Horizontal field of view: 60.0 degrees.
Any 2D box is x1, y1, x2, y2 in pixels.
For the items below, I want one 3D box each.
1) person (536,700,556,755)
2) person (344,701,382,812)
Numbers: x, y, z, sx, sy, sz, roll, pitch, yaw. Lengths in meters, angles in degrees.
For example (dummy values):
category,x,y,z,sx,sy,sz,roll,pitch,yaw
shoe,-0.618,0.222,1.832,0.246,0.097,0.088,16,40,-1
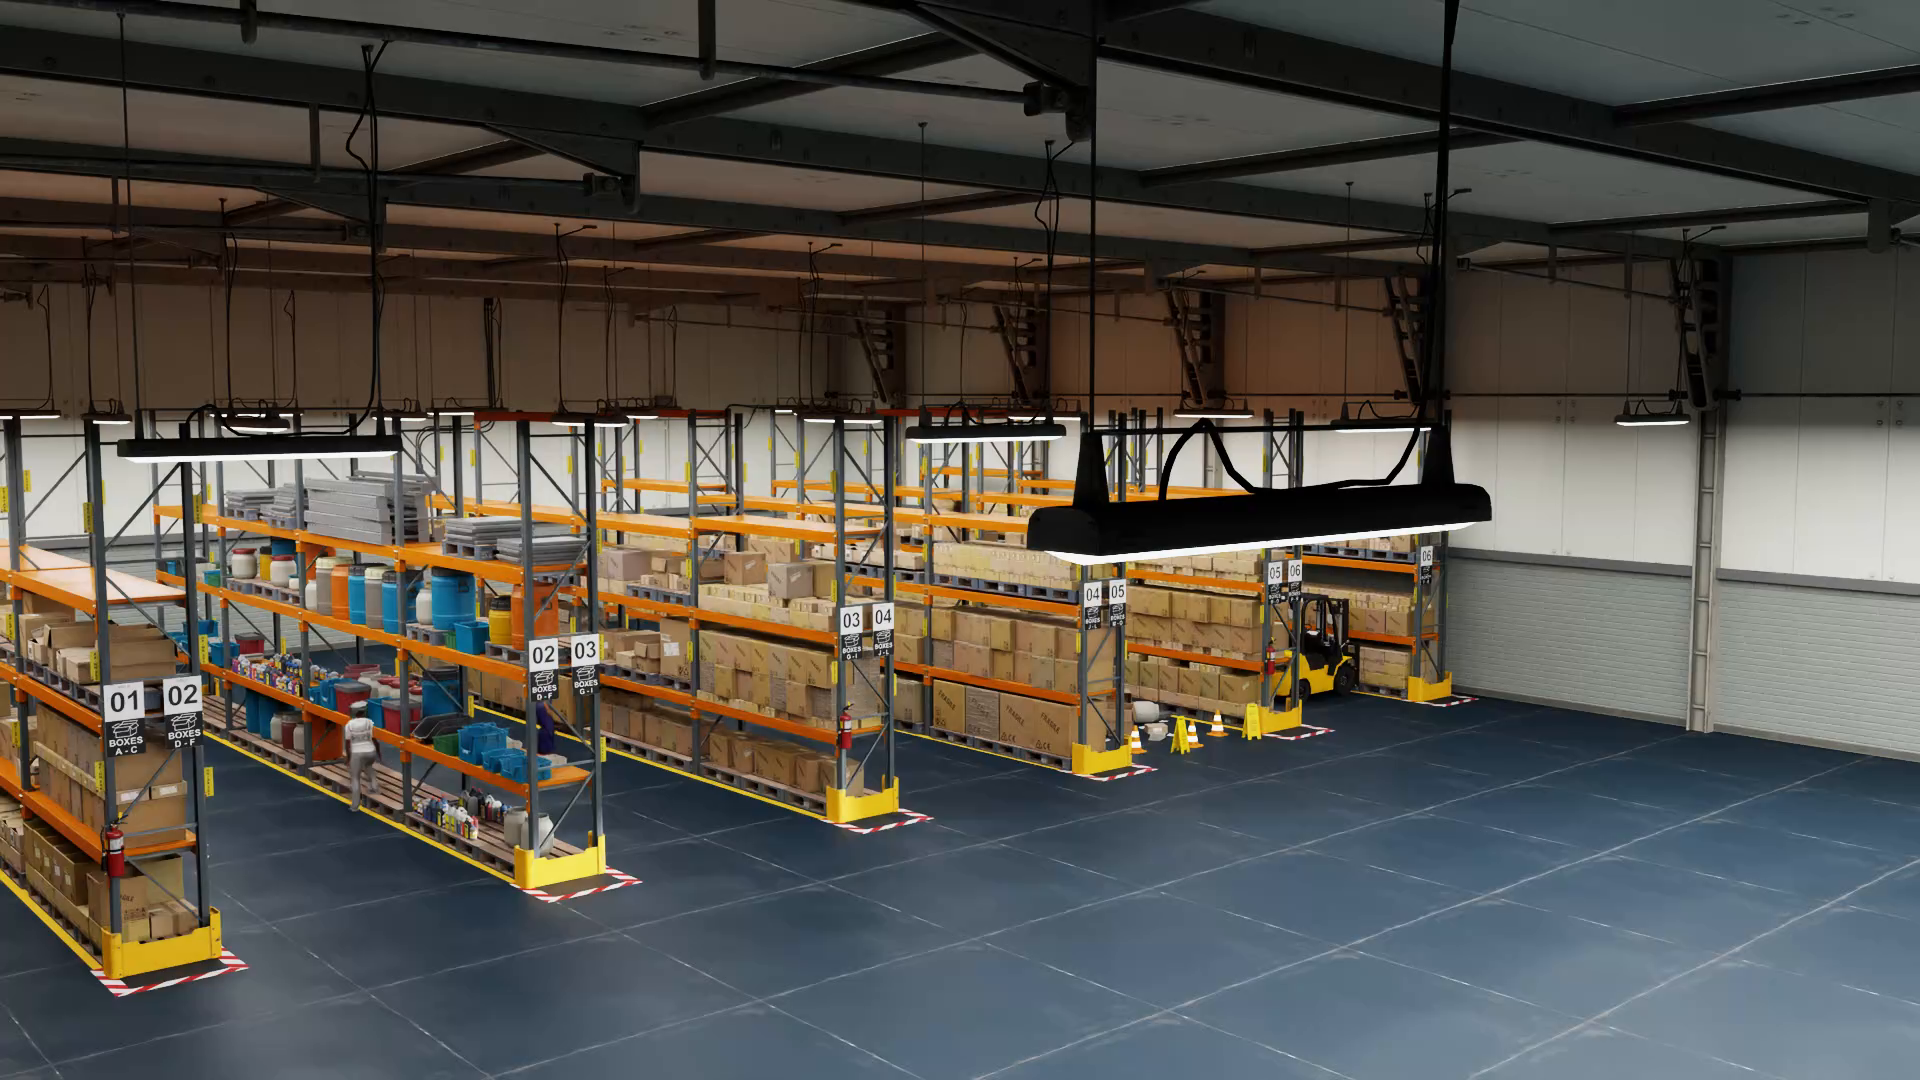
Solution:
category,x,y,z,sx,sy,sz,roll,pitch,yaw
person,-7.242,2.990,29.180,0.489,1.702,0.491,-1,5,-11
person,-9.125,3.270,25.358,0.539,1.661,0.538,-4,6,-38
